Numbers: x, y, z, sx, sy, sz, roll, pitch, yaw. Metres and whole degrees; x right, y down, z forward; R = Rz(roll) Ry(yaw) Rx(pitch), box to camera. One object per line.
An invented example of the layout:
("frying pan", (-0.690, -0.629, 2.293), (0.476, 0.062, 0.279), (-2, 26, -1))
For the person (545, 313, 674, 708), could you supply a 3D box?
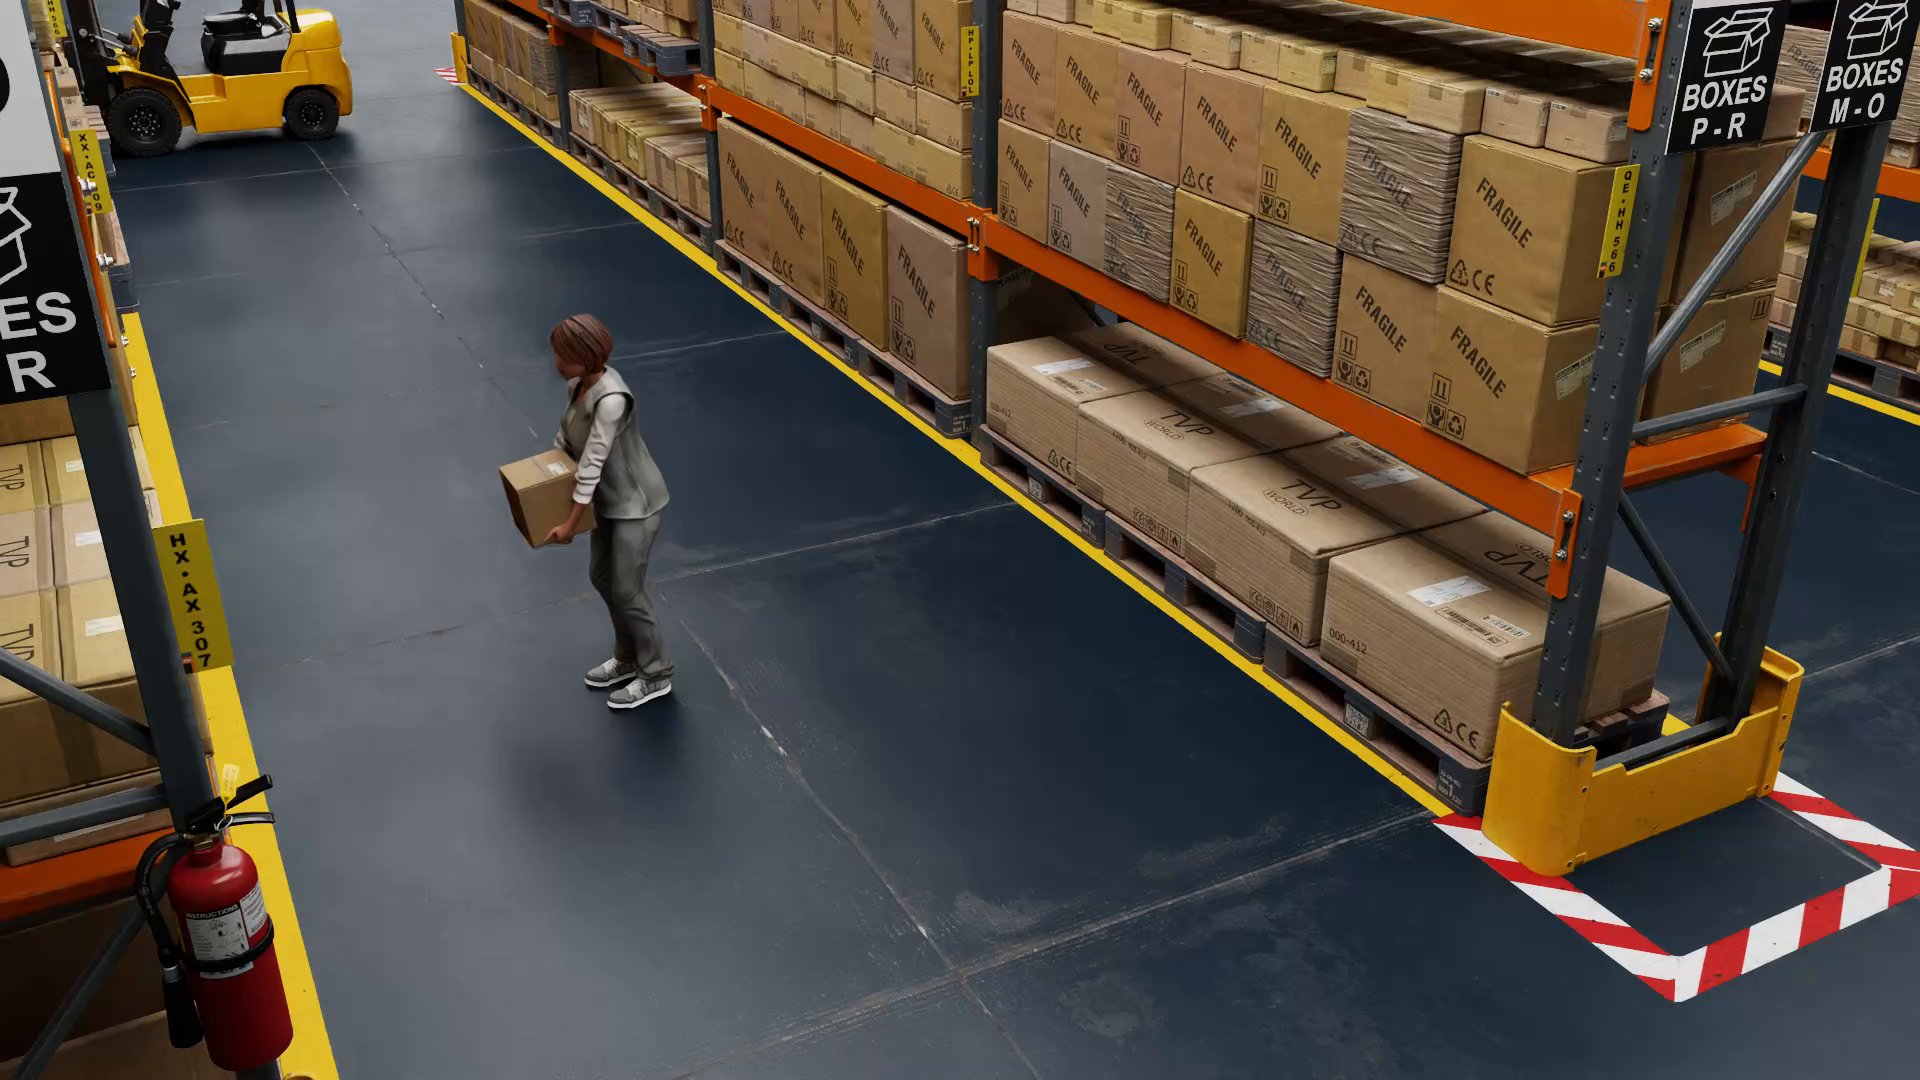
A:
("person", (-1.370, -0.102, 6.353), (0.515, 1.587, 0.373), (-14, 29, -26))
